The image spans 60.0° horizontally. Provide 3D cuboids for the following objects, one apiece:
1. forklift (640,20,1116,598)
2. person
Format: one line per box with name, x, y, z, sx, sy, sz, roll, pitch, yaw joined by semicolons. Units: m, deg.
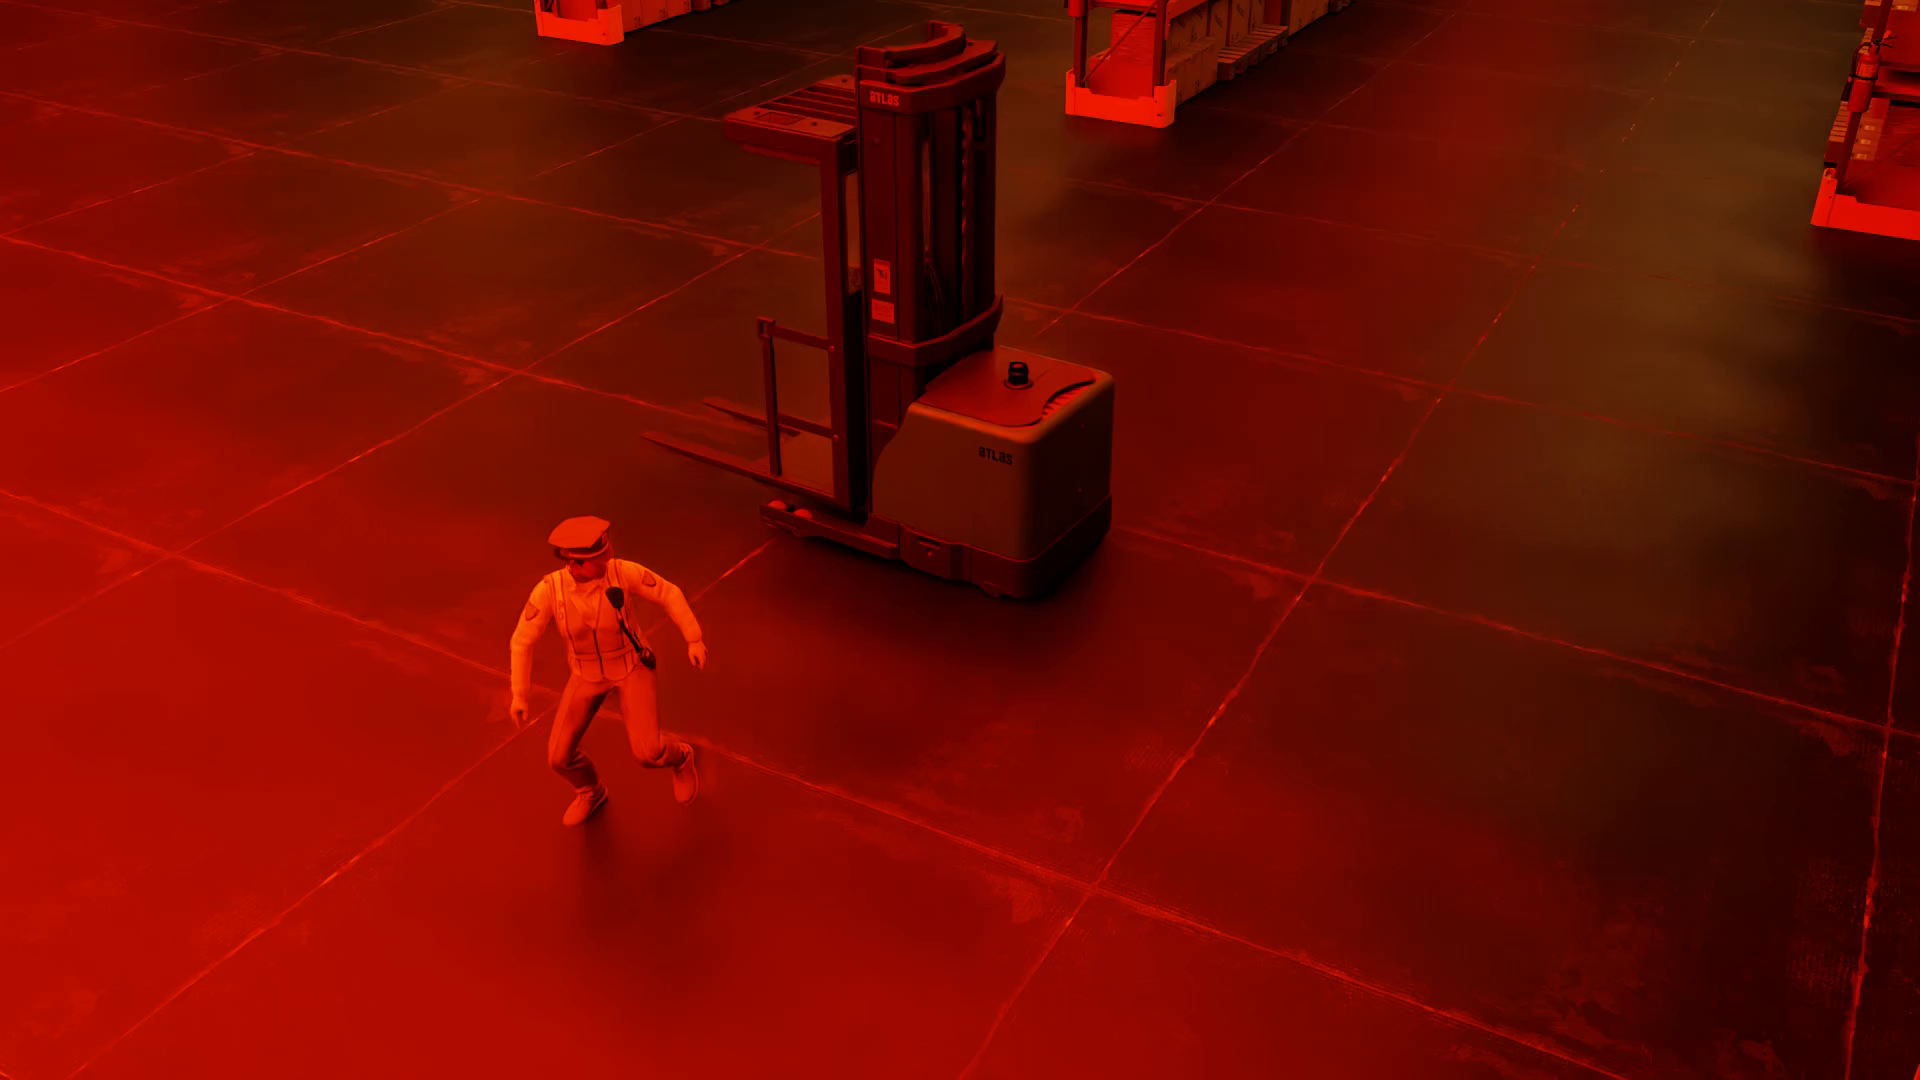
forklift;-0.612;-1.490;9.652;3.031;2.935;1.130;18;34;28
person;-1.563;0.610;7.423;0.804;1.561;0.516;2;30;3
